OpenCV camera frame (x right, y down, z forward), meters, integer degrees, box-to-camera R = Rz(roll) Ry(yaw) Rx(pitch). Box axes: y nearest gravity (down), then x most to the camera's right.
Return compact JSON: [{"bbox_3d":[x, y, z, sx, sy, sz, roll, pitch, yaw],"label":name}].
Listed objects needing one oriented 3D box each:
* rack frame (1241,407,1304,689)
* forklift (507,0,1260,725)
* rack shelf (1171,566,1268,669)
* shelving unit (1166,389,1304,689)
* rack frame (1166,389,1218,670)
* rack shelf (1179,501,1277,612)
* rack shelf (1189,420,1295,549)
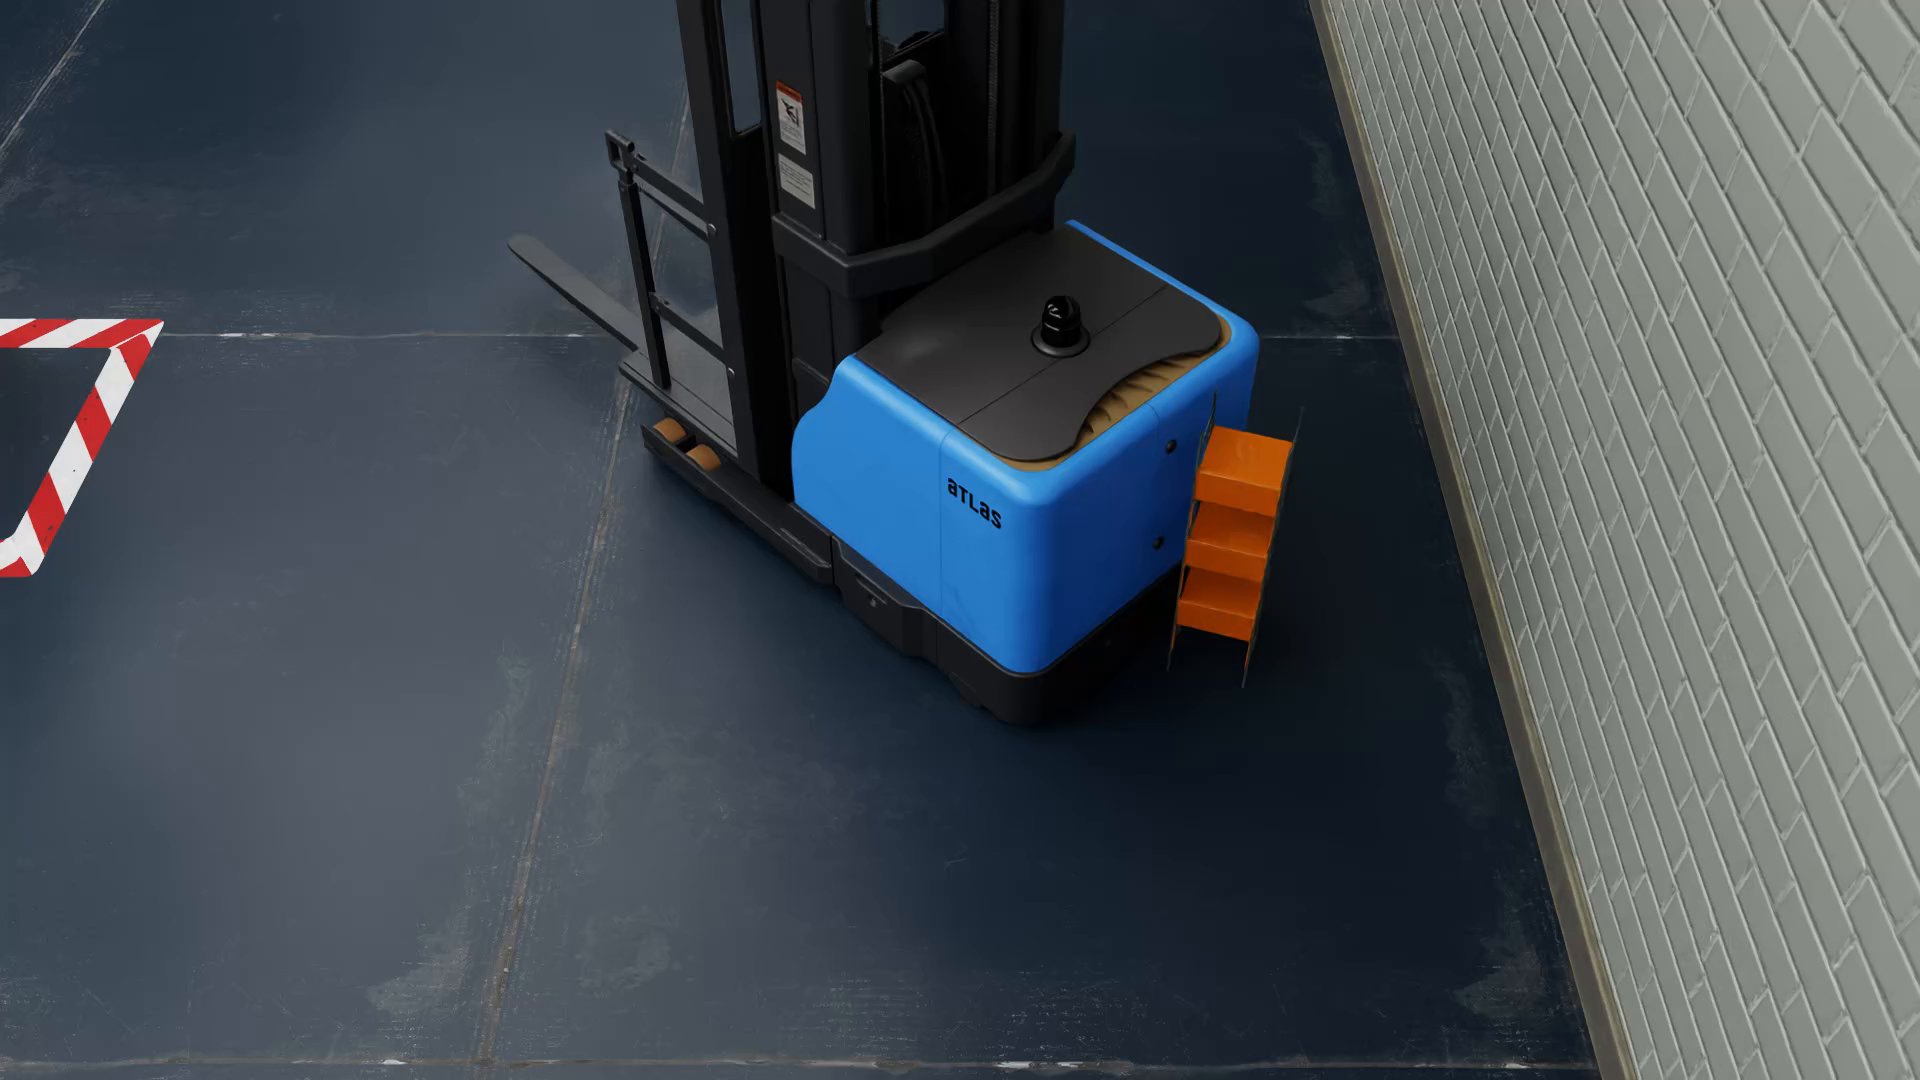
[{"bbox_3d":[0.930,0.051,4.983,0.008,1.050,0.200,14,49,12],"label":"rack frame"},{"bbox_3d":[-0.491,-1.407,5.057,1.130,2.935,3.031,-36,56,-28],"label":"forklift"},{"bbox_3d":[0.816,0.218,5.222,0.240,0.259,0.215,14,49,12],"label":"rack shelf"},{"bbox_3d":[0.815,0.023,5.009,0.252,1.050,0.215,14,49,12],"label":"shelving unit"},{"bbox_3d":[0.699,-0.005,5.035,0.008,1.050,0.200,14,49,12],"label":"rack frame"},{"bbox_3d":[0.815,0.031,5.017,0.240,0.259,0.215,14,49,12],"label":"rack shelf"},{"bbox_3d":[0.814,-0.161,4.808,0.240,0.259,0.215,14,49,12],"label":"rack shelf"}]
